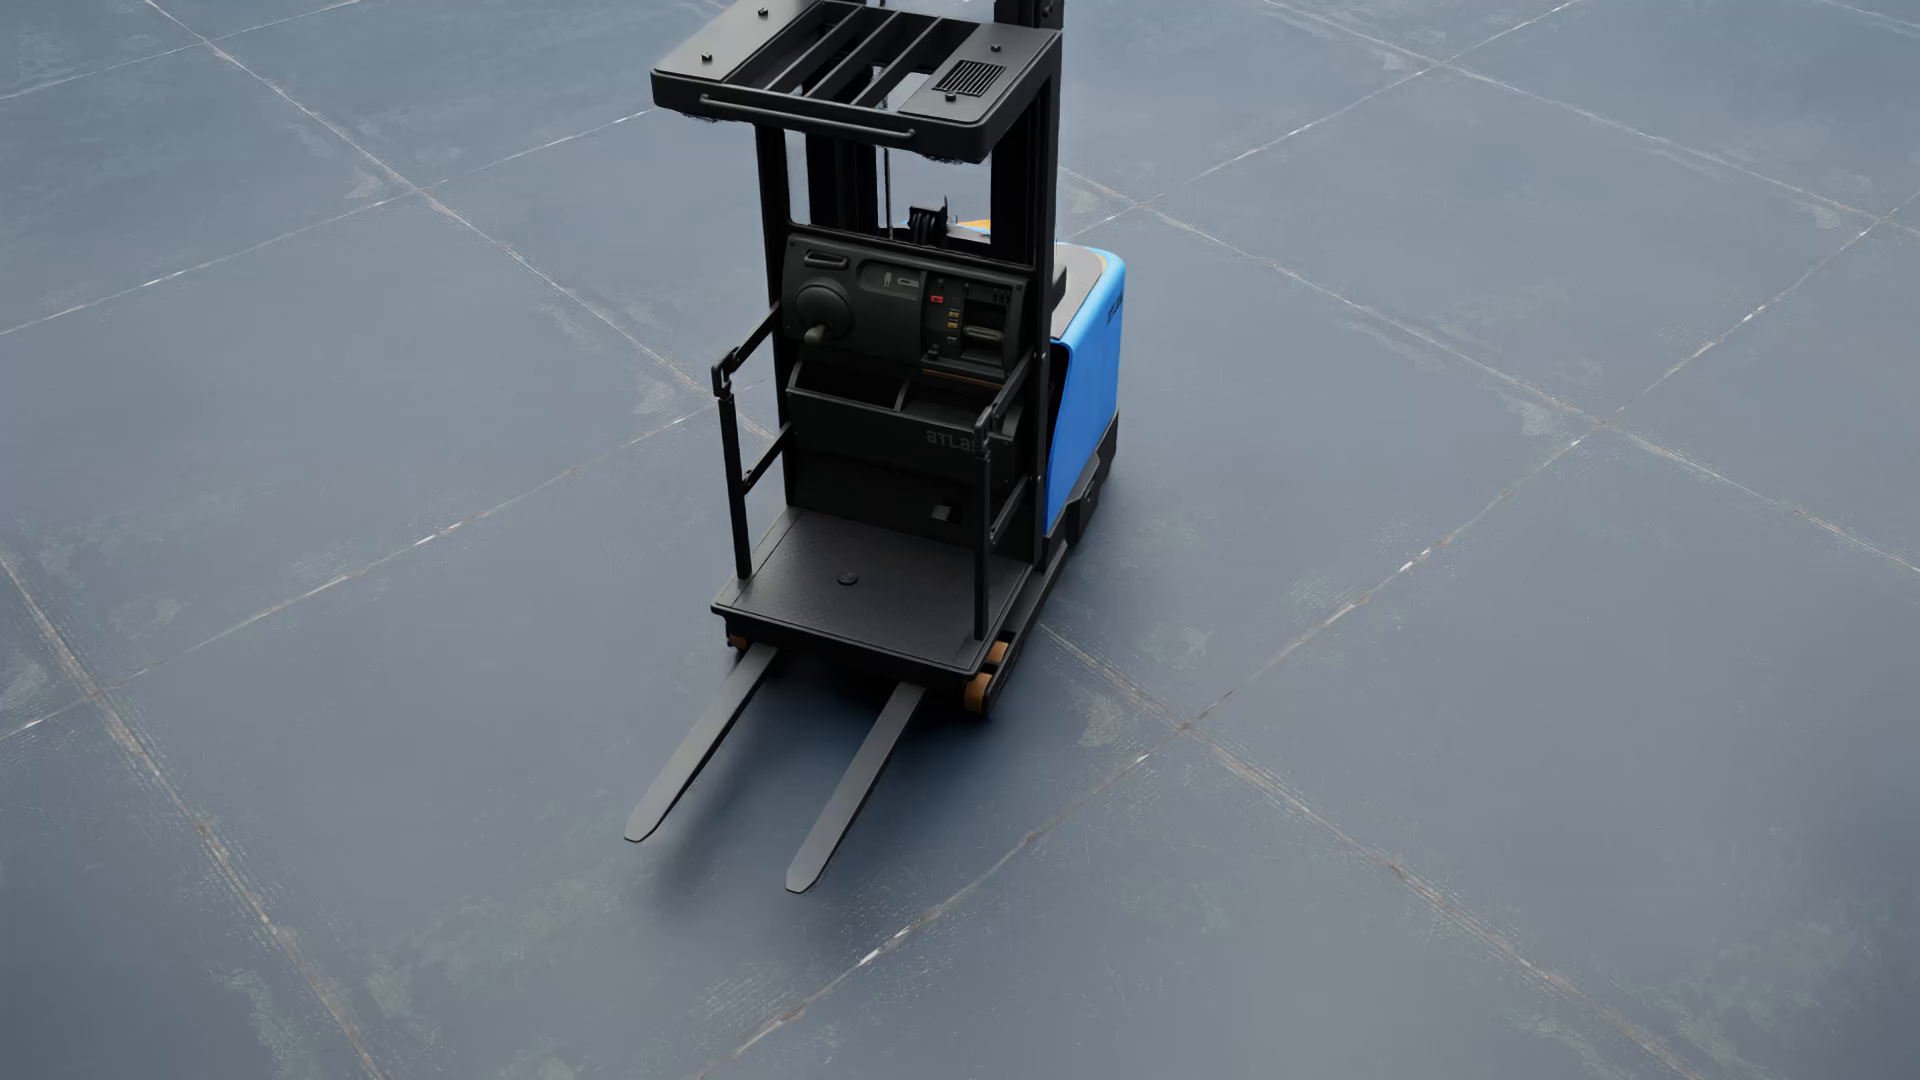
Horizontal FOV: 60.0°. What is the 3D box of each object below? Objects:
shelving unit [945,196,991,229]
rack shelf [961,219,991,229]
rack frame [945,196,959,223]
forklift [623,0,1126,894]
[{"bbox_3d":[0.087,-1.094,7.763,0.252,1.050,0.215,-10,38,-12],"label":"shelving unit"},{"bbox_3d":[0.084,-1.313,7.599,0.240,0.259,0.215,-10,38,-12],"label":"rack shelf"},{"bbox_3d":[-0.031,-1.074,7.737,0.008,1.050,0.200,-10,38,-12],"label":"rack frame"},{"bbox_3d":[-0.287,-0.768,5.868,1.130,2.935,3.031,14,41,16],"label":"forklift"}]
